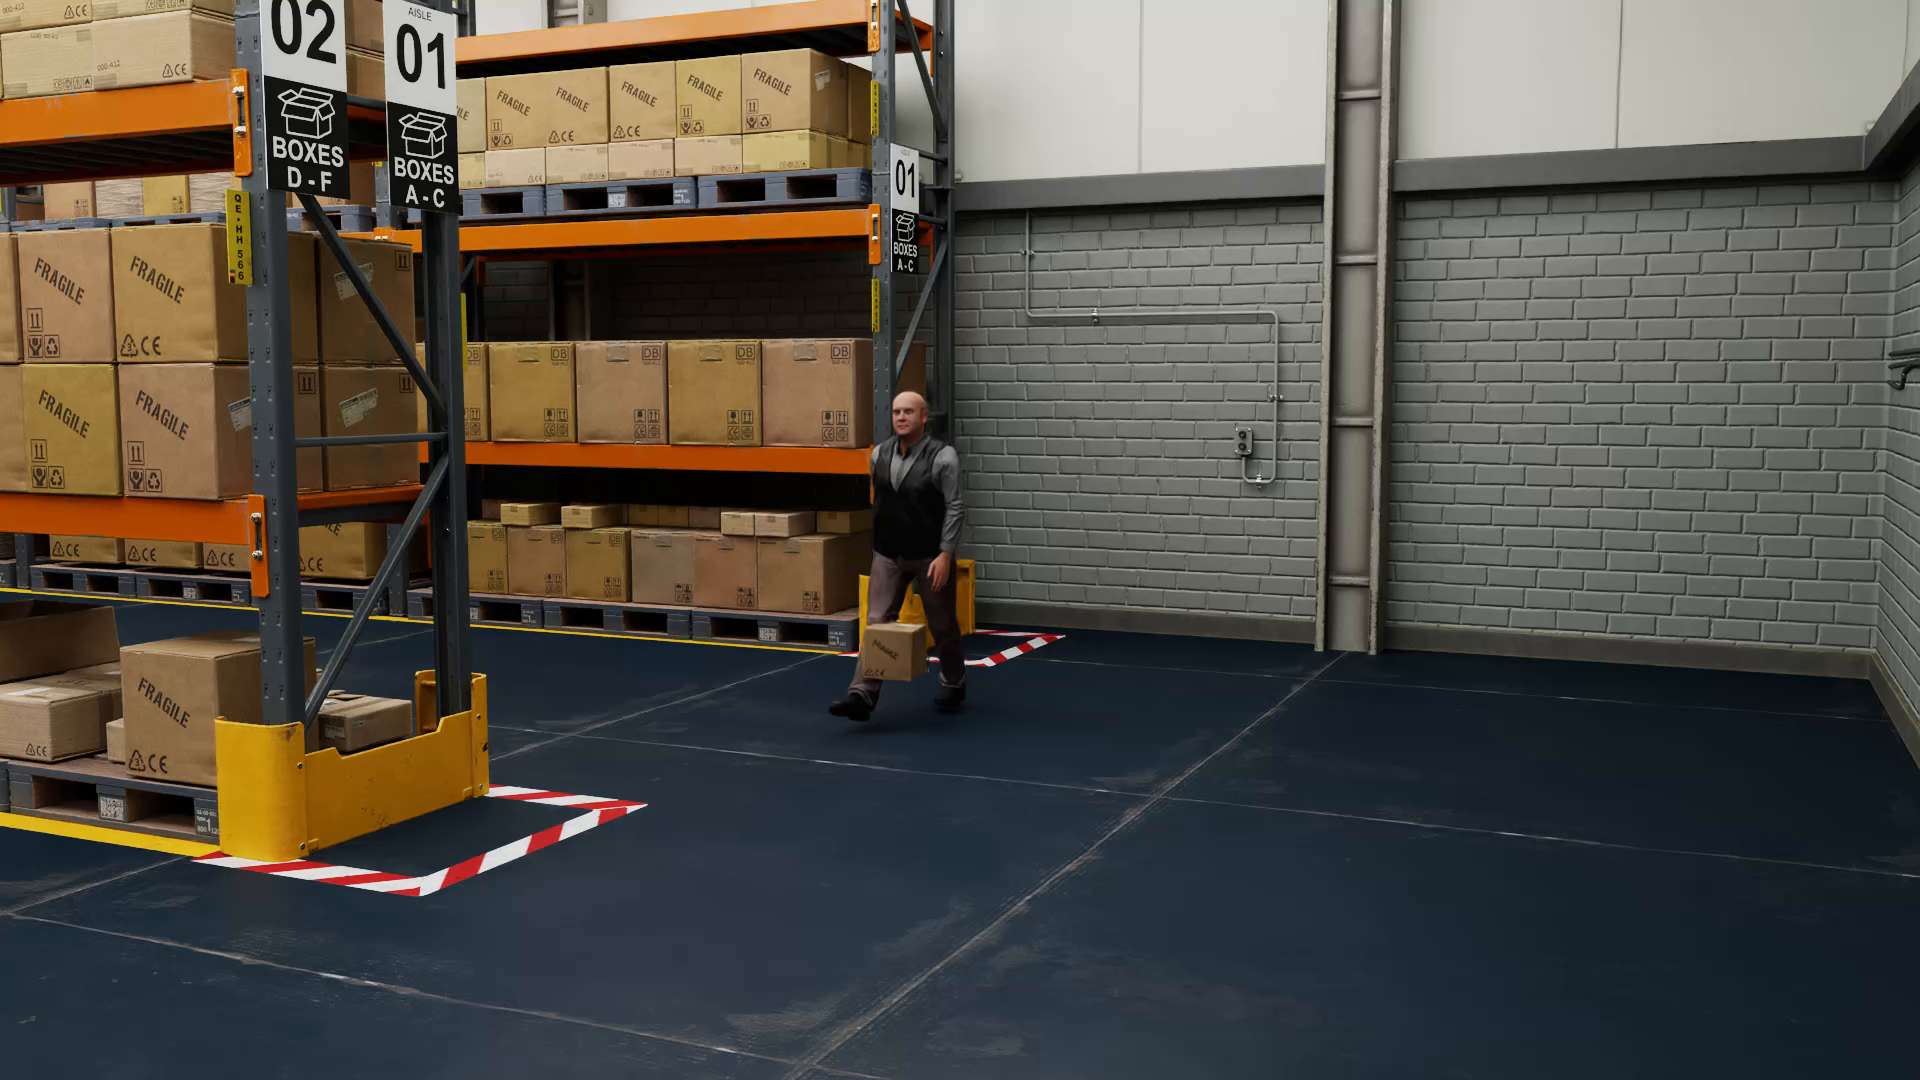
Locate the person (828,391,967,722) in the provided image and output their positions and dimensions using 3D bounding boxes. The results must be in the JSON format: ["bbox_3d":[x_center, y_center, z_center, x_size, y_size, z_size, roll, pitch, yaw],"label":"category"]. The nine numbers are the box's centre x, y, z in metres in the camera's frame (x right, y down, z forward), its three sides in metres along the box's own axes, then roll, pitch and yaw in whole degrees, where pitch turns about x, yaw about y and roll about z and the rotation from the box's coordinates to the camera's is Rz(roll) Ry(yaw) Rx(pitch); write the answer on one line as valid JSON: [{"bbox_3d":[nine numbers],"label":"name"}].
[{"bbox_3d":[-0.244,0.077,8.406,0.547,1.652,1.067,2,6,23],"label":"person"}]
